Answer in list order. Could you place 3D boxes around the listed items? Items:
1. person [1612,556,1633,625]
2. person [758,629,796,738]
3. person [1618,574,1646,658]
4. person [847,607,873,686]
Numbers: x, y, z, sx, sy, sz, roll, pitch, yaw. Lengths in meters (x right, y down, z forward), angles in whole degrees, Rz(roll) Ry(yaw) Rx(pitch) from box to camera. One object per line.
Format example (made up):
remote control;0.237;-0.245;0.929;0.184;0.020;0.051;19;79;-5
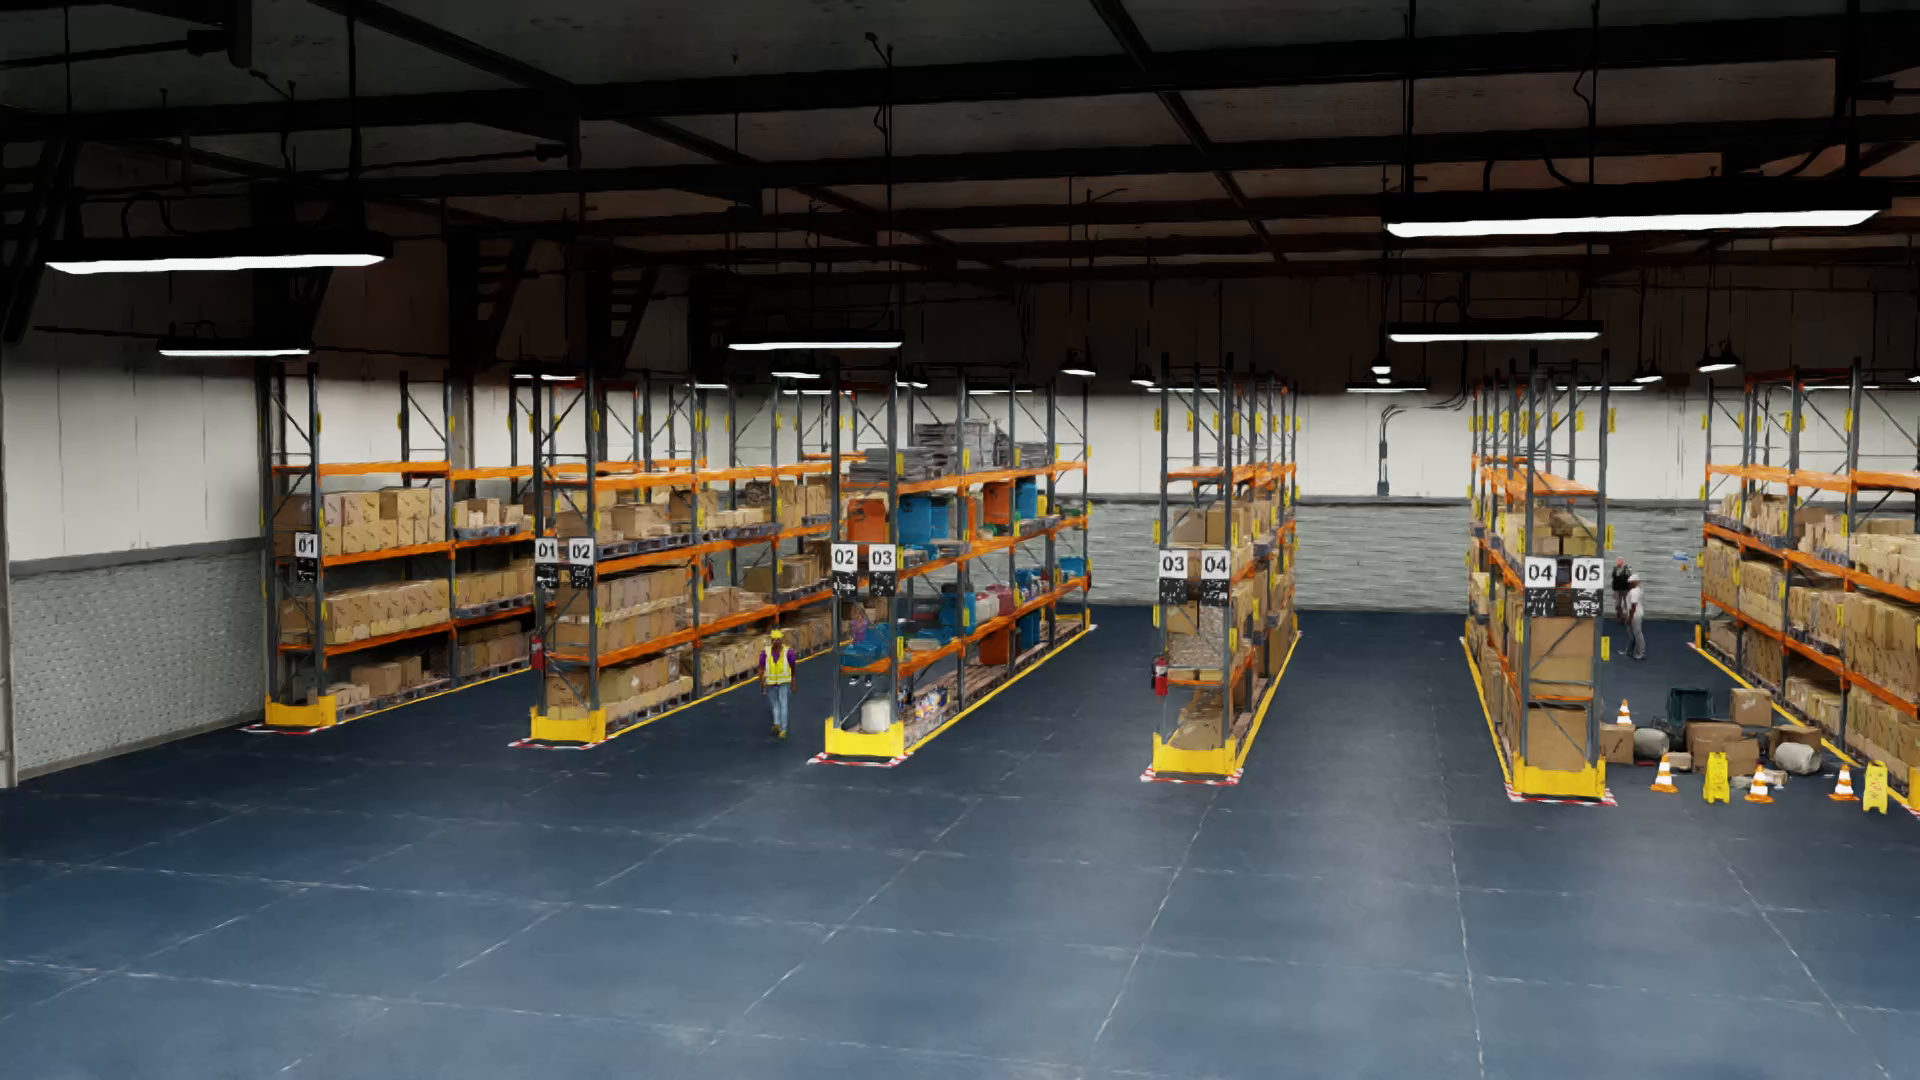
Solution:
person;16.500;1.337;41.323;0.542;1.527;0.576;-3;5;-39
person;-2.929;2.271;26.579;0.571;1.708;1.035;0;4;6
person;14.358;1.611;35.475;0.583;1.763;0.694;2;4;27
person;-1.879;2.019;31.561;0.566;1.541;0.519;1;4;12
